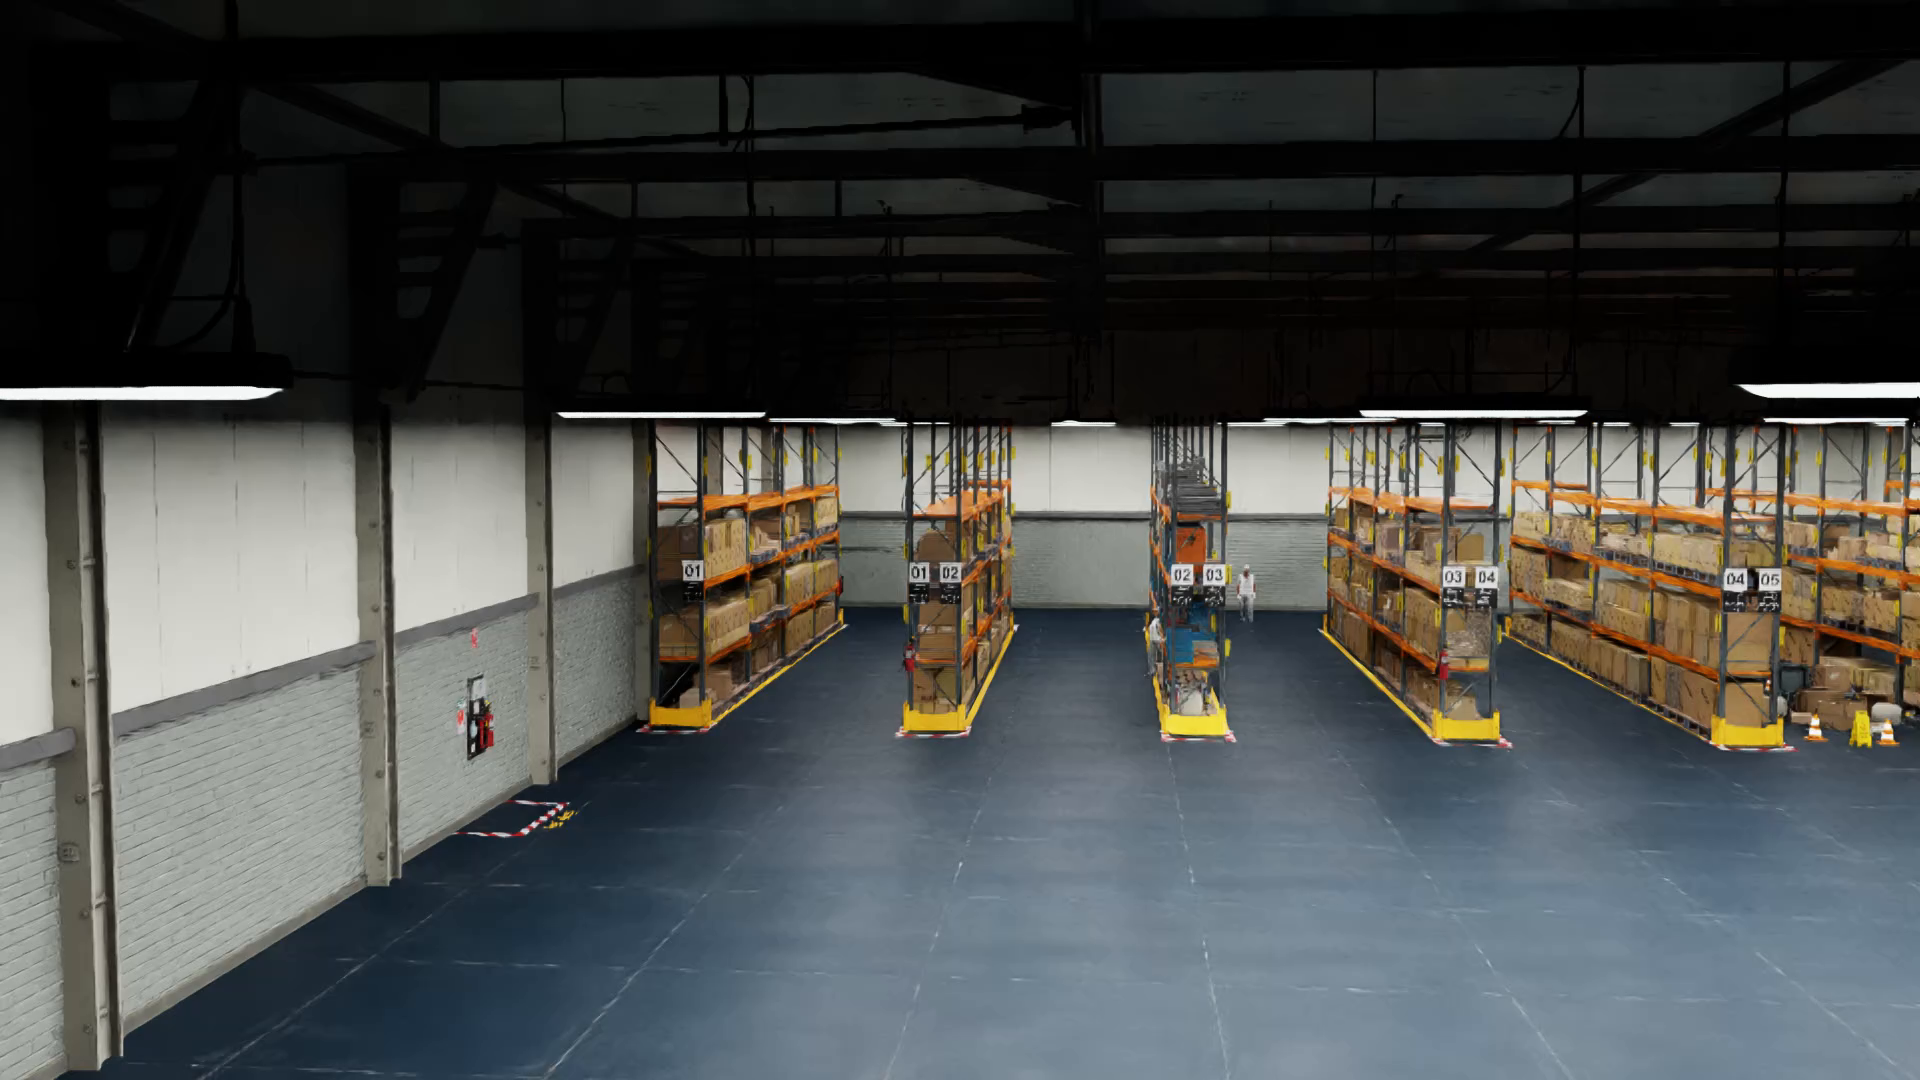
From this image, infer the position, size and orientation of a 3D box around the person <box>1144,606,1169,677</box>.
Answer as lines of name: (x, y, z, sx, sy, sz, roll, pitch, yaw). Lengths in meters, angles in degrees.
person: (4.664, 2.337, 38.200, 0.578, 1.655, 0.709, -3, 5, -35)

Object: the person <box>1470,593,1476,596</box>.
person: (14.812, 1.618, 48.185, 0.721, 1.728, 0.570, -2, 4, -22)

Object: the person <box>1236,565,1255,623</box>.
person: (8.408, 1.571, 48.867, 0.566, 1.706, 1.122, 0, 4, 7)
